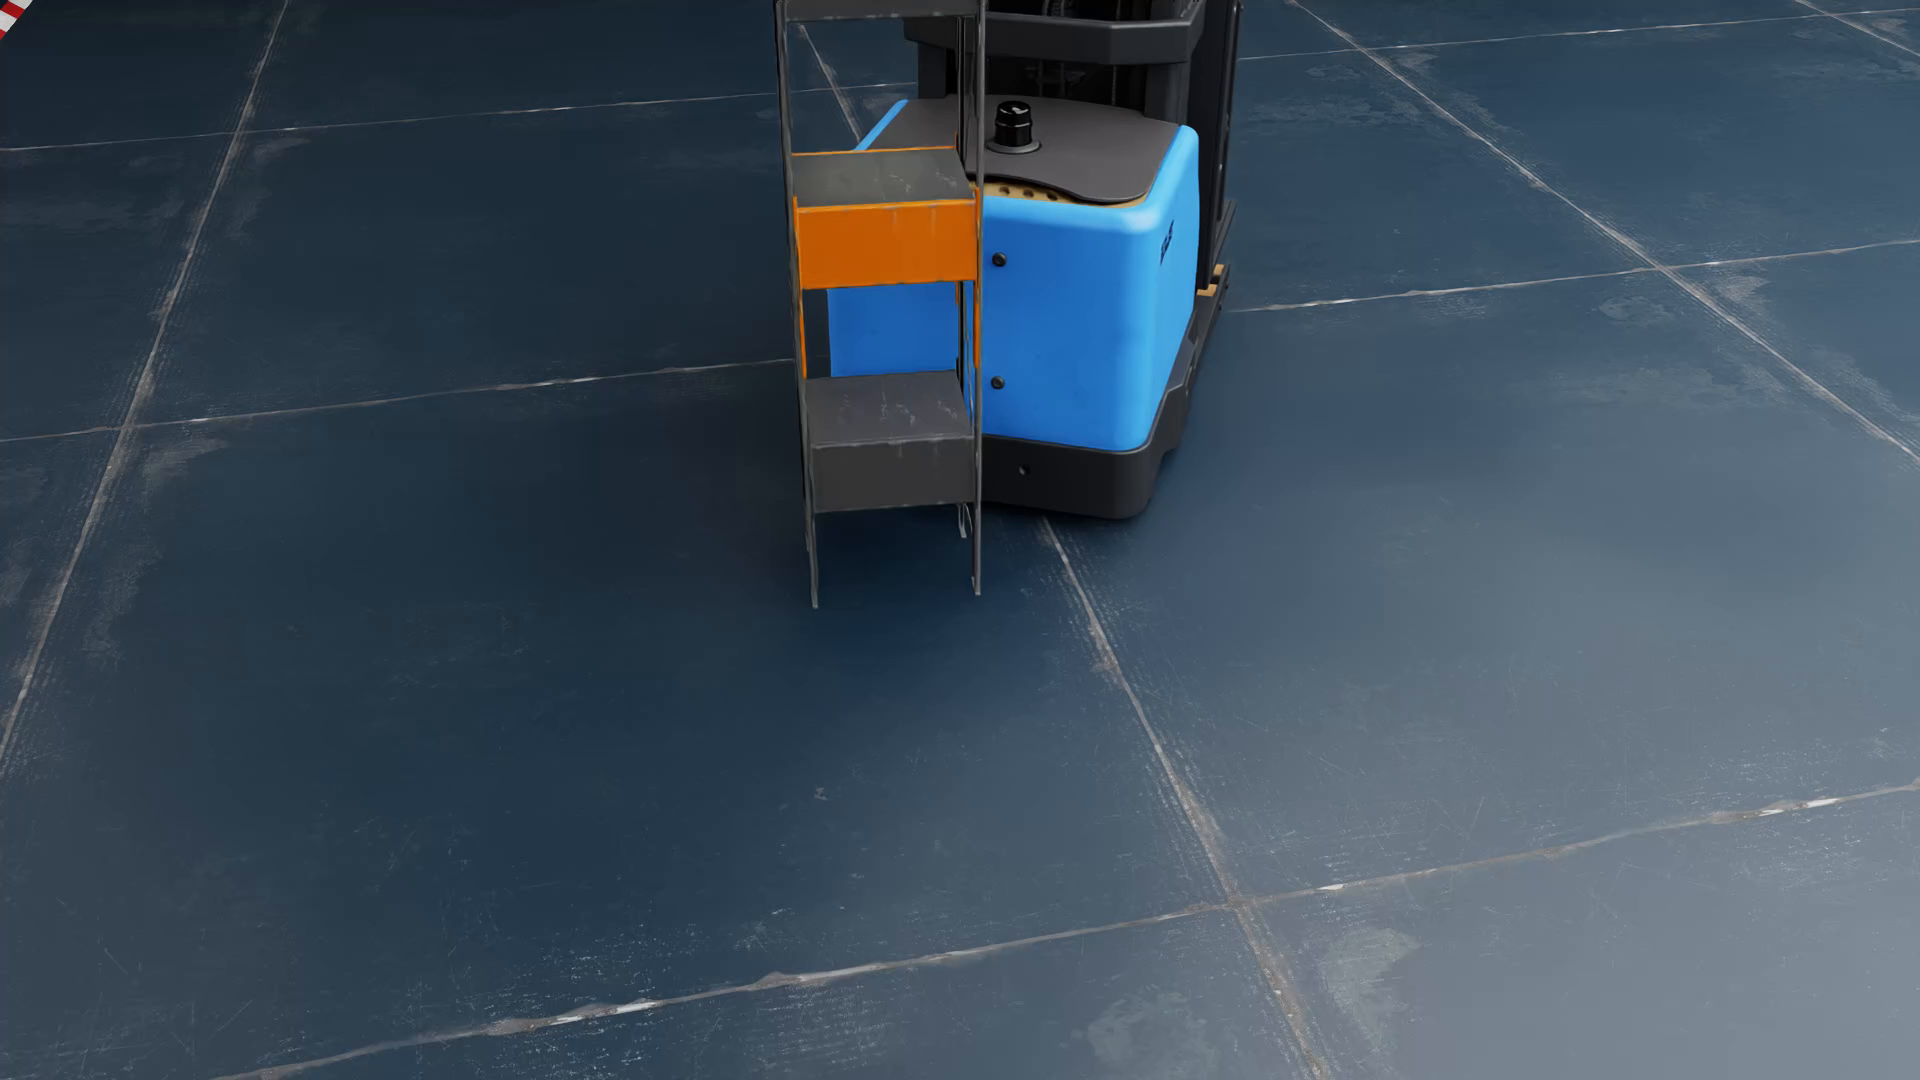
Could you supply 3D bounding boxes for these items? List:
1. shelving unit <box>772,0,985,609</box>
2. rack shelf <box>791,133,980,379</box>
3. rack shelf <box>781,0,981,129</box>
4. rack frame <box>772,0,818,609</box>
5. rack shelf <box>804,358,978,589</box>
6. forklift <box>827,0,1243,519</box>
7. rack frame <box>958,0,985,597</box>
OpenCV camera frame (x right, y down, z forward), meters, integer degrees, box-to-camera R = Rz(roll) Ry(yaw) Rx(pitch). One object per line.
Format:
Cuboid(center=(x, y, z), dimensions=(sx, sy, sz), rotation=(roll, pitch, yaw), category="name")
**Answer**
Cuboid(center=(-0.214, -0.794, 4.549), dimensions=(0.503, 2.100, 0.431), rotation=(-4, 34, -6), category="shelving unit")
Cuboid(center=(-0.214, -0.783, 4.557), dimensions=(0.480, 0.518, 0.431), rotation=(-4, 34, -6), category="rack shelf")
Cuboid(center=(-0.214, -1.364, 4.167), dimensions=(0.480, 0.518, 0.431), rotation=(-4, 34, -6), category="rack shelf")
Cuboid(center=(-0.456, -0.776, 4.523), dimensions=(0.015, 2.100, 0.400), rotation=(-4, 34, -6), category="rack frame")
Cuboid(center=(-0.214, -0.202, 4.947), dimensions=(0.480, 0.518, 0.431), rotation=(-4, 34, -6), category="rack shelf")
Cuboid(center=(0.455, -2.099, 5.748), dimensions=(1.130, 2.935, 3.031), rotation=(9, 35, 13), category="forklift")
Cuboid(center=(0.028, -0.812, 4.576), dimensions=(0.015, 2.100, 0.400), rotation=(-4, 34, -6), category="rack frame")
